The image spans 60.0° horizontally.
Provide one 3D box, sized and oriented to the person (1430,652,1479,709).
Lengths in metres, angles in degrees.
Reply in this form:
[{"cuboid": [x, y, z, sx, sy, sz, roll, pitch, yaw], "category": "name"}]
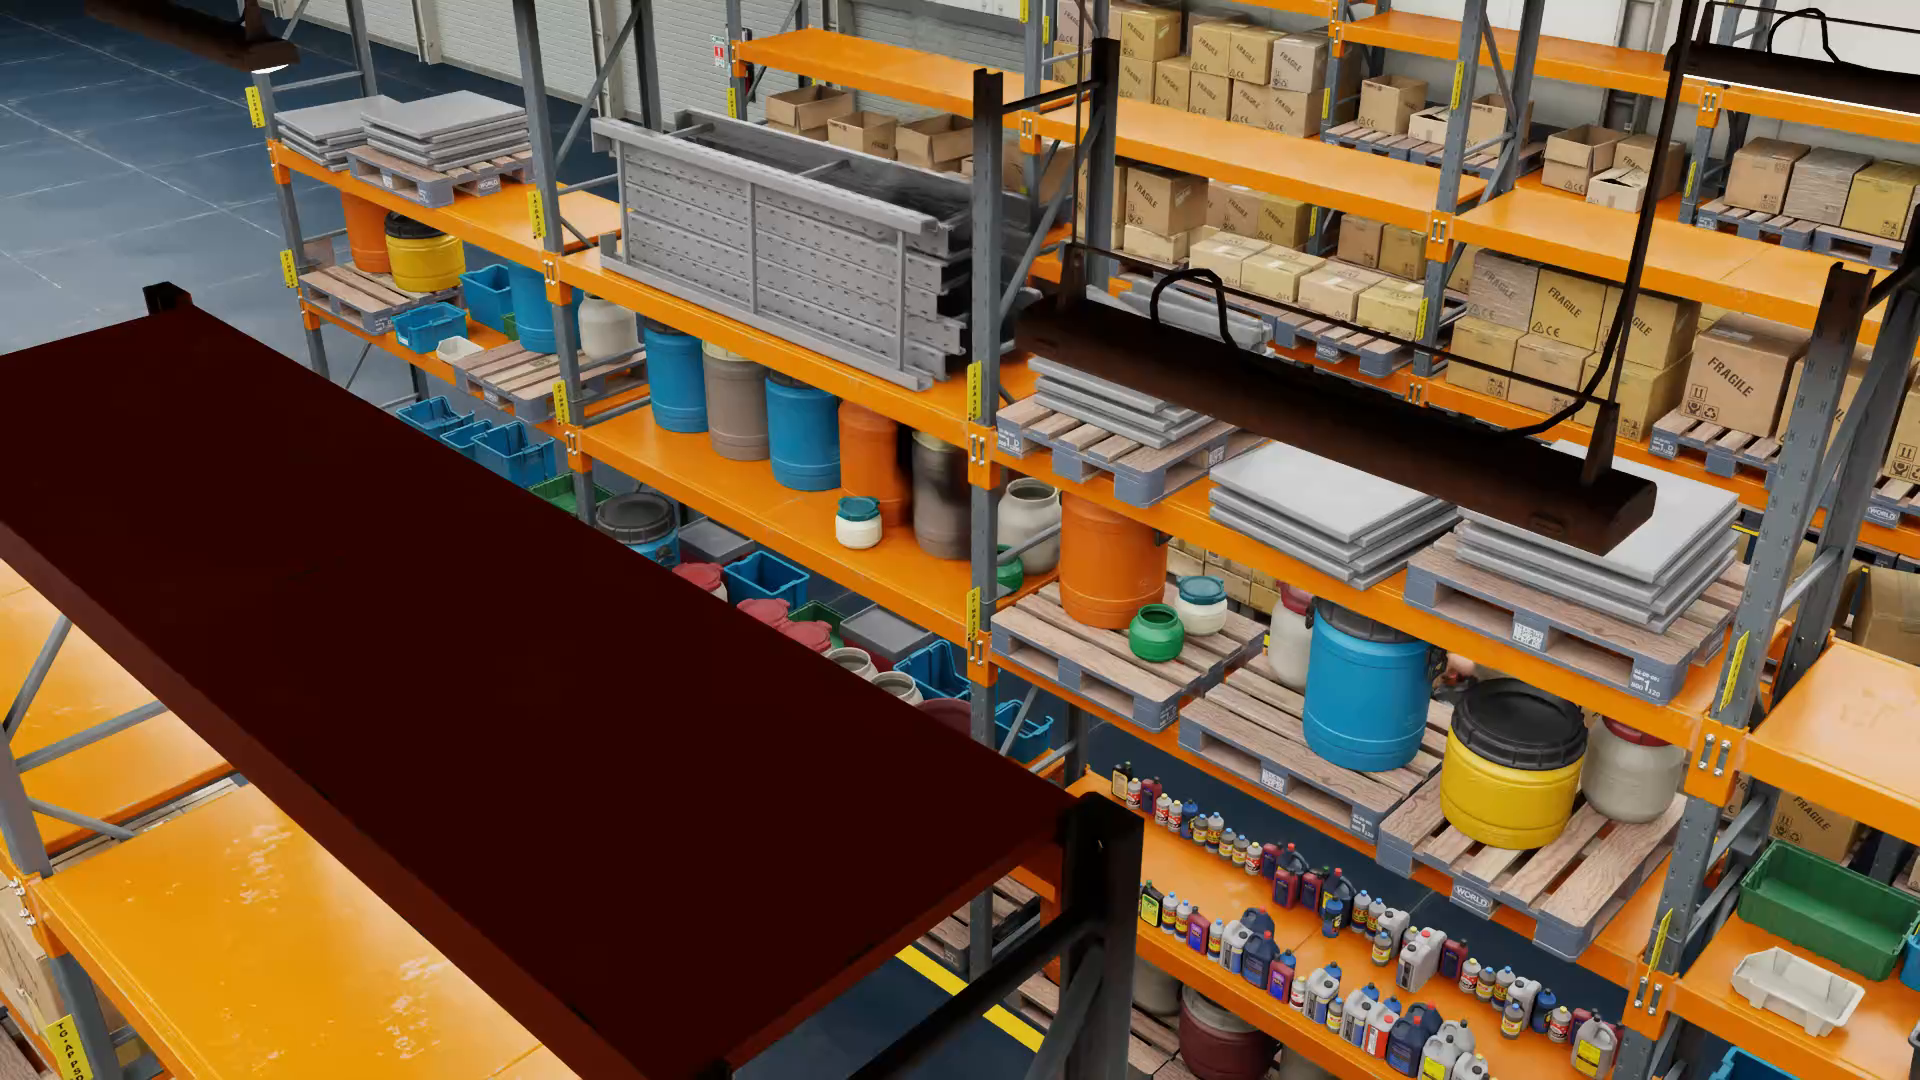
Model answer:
[{"cuboid": [3.288, 1.476, 11.459, 0.576, 1.689, 0.657, 19, 34, 29], "category": "person"}]
